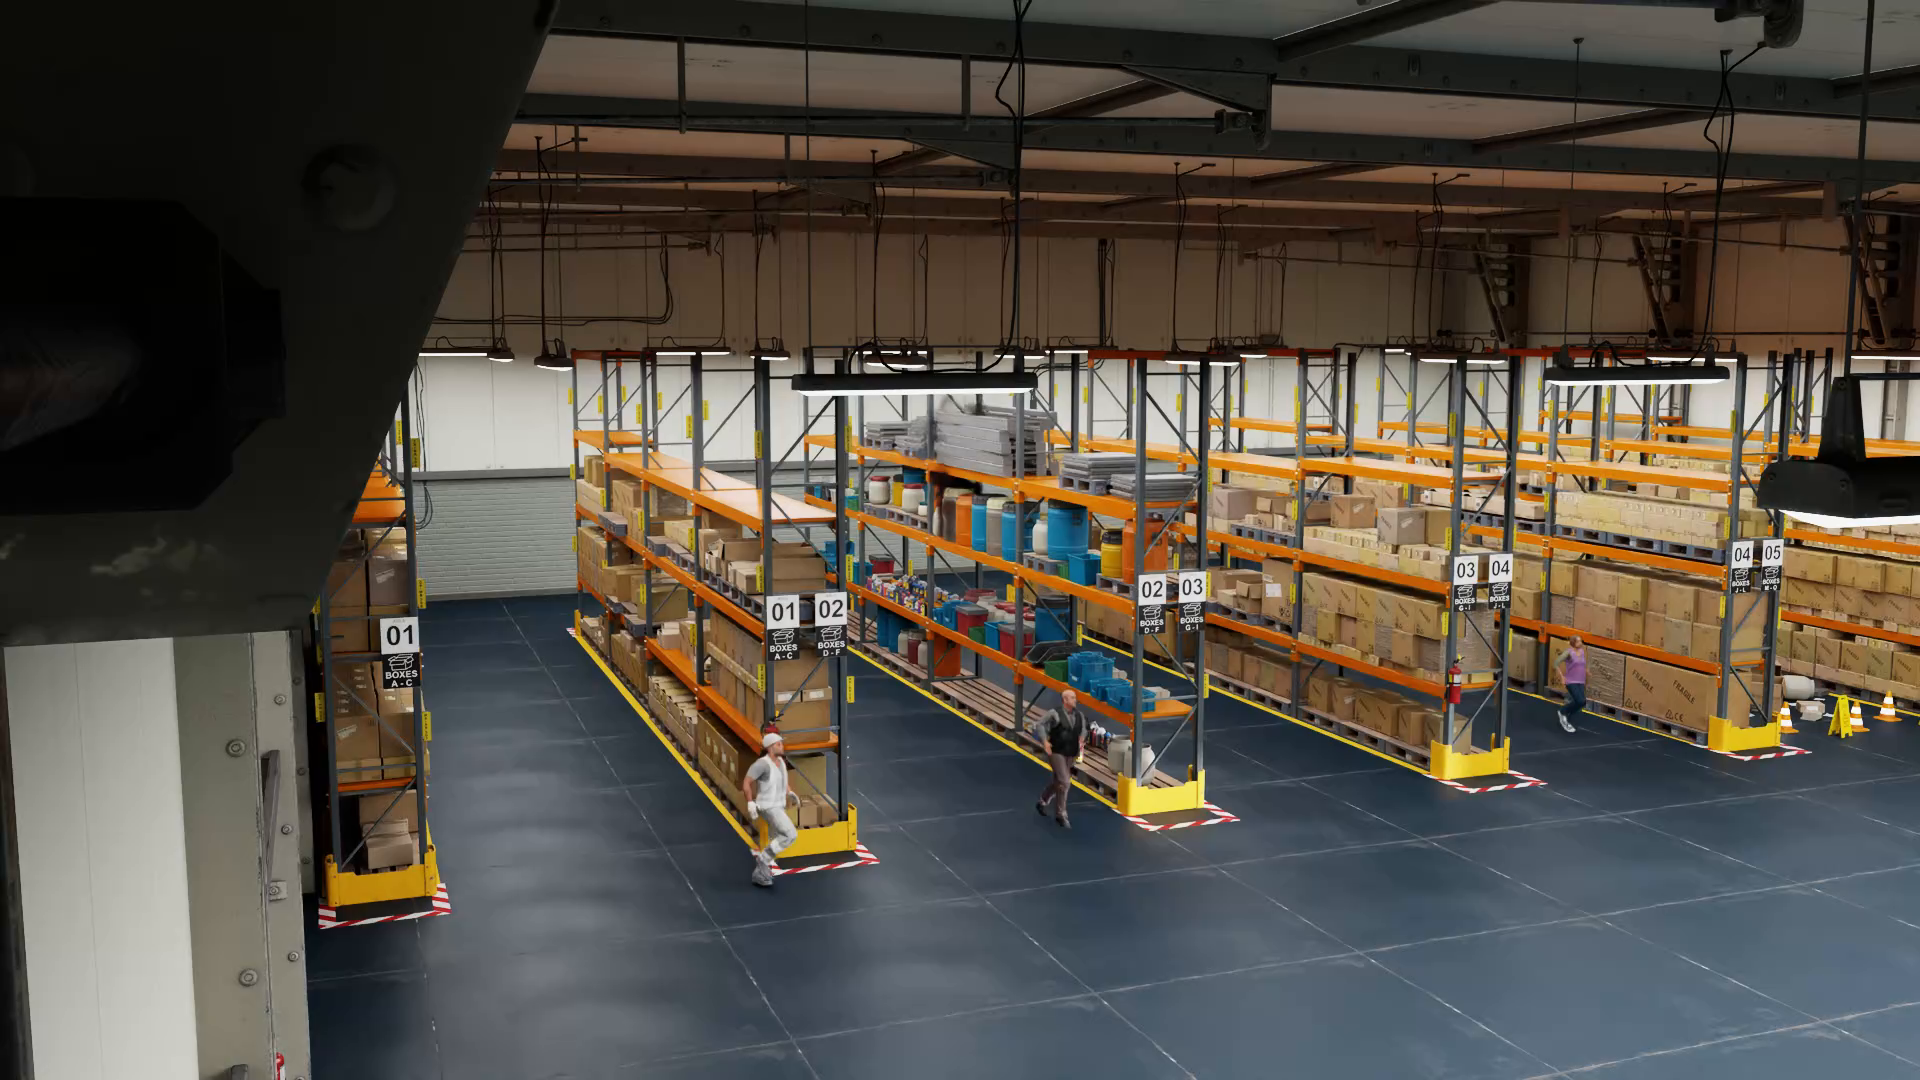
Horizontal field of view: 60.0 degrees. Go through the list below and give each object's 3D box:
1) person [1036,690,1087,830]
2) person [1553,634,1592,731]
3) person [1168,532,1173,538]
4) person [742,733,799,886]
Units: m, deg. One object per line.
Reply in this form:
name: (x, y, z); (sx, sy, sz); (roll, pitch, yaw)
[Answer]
person: (1.354, 2.814, 21.619); (0.631, 1.751, 0.768); (-6, 9, -40)
person: (9.773, 2.280, 26.394); (0.525, 1.562, 0.556); (-3, 8, -26)
person: (4.997, 0.567, 40.267); (0.582, 1.546, 0.506); (2, 7, 17)
person: (-2.115, 3.095, 19.190); (0.597, 1.714, 0.708); (2, 8, 19)
